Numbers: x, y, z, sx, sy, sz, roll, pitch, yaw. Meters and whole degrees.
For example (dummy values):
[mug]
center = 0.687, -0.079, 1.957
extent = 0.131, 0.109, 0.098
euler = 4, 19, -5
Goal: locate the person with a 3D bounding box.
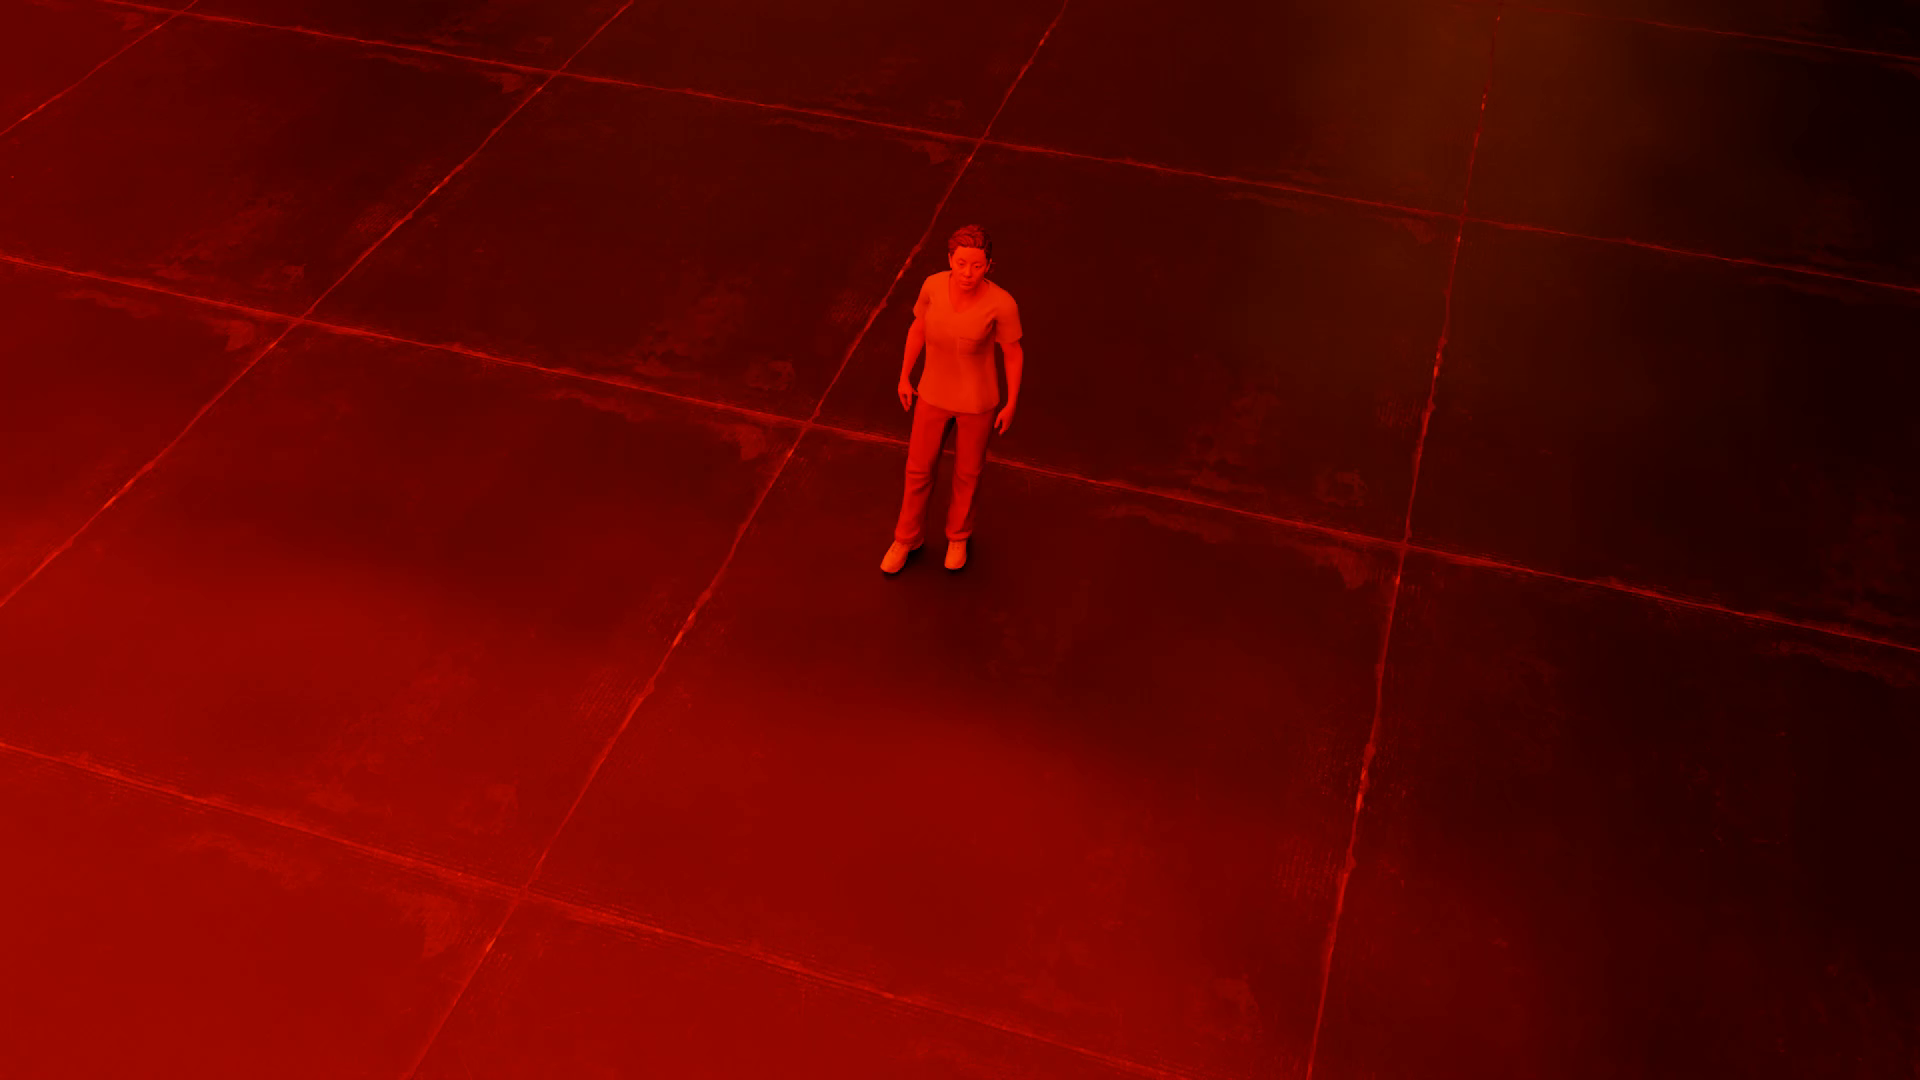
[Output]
[person]
center = -0.033, -0.573, 7.216
extent = 0.555, 1.675, 0.549
euler = 12, 44, 13
